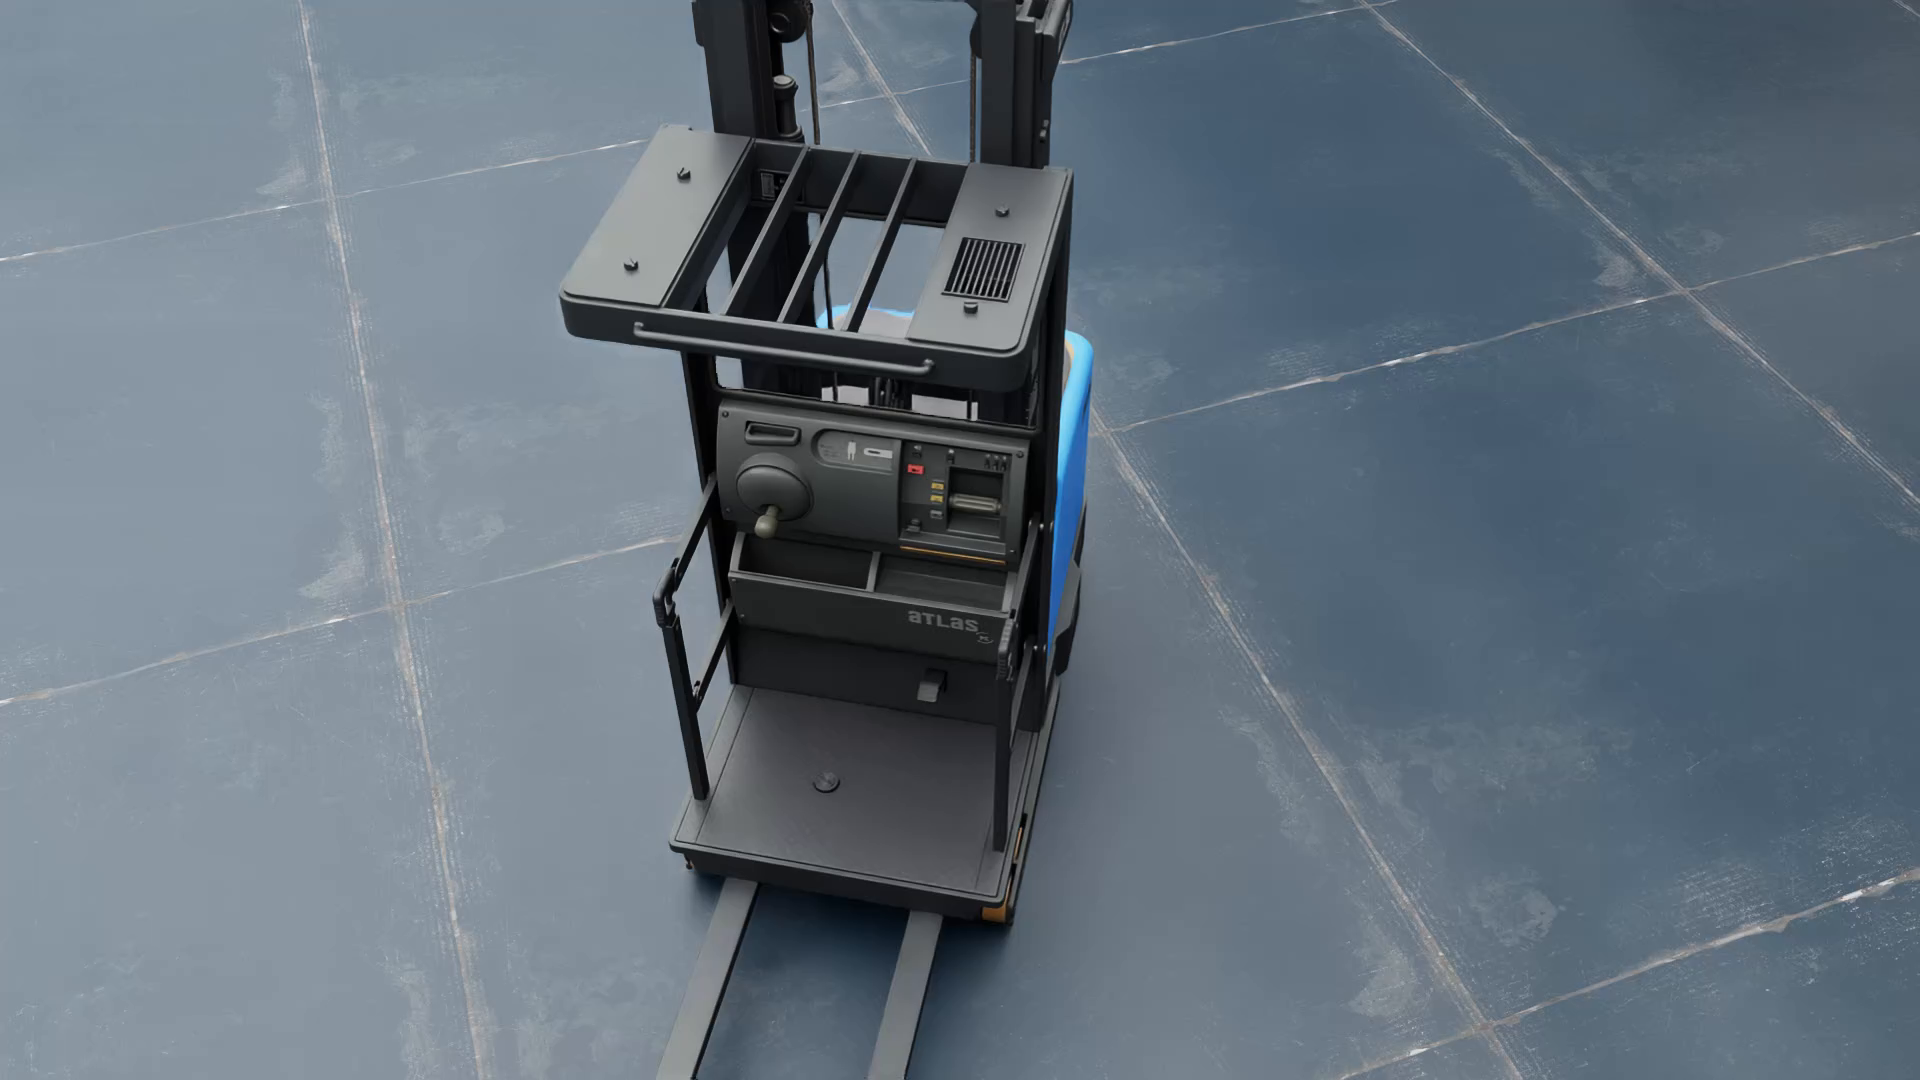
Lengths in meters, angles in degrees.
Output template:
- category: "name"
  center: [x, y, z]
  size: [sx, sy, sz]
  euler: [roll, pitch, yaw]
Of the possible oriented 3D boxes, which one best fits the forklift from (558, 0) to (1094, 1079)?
- category: "forklift"
  center: [-0.305, -0.069, 4.749]
  size: [1.130, 2.935, 3.031]
  euler: [8, 46, 8]
